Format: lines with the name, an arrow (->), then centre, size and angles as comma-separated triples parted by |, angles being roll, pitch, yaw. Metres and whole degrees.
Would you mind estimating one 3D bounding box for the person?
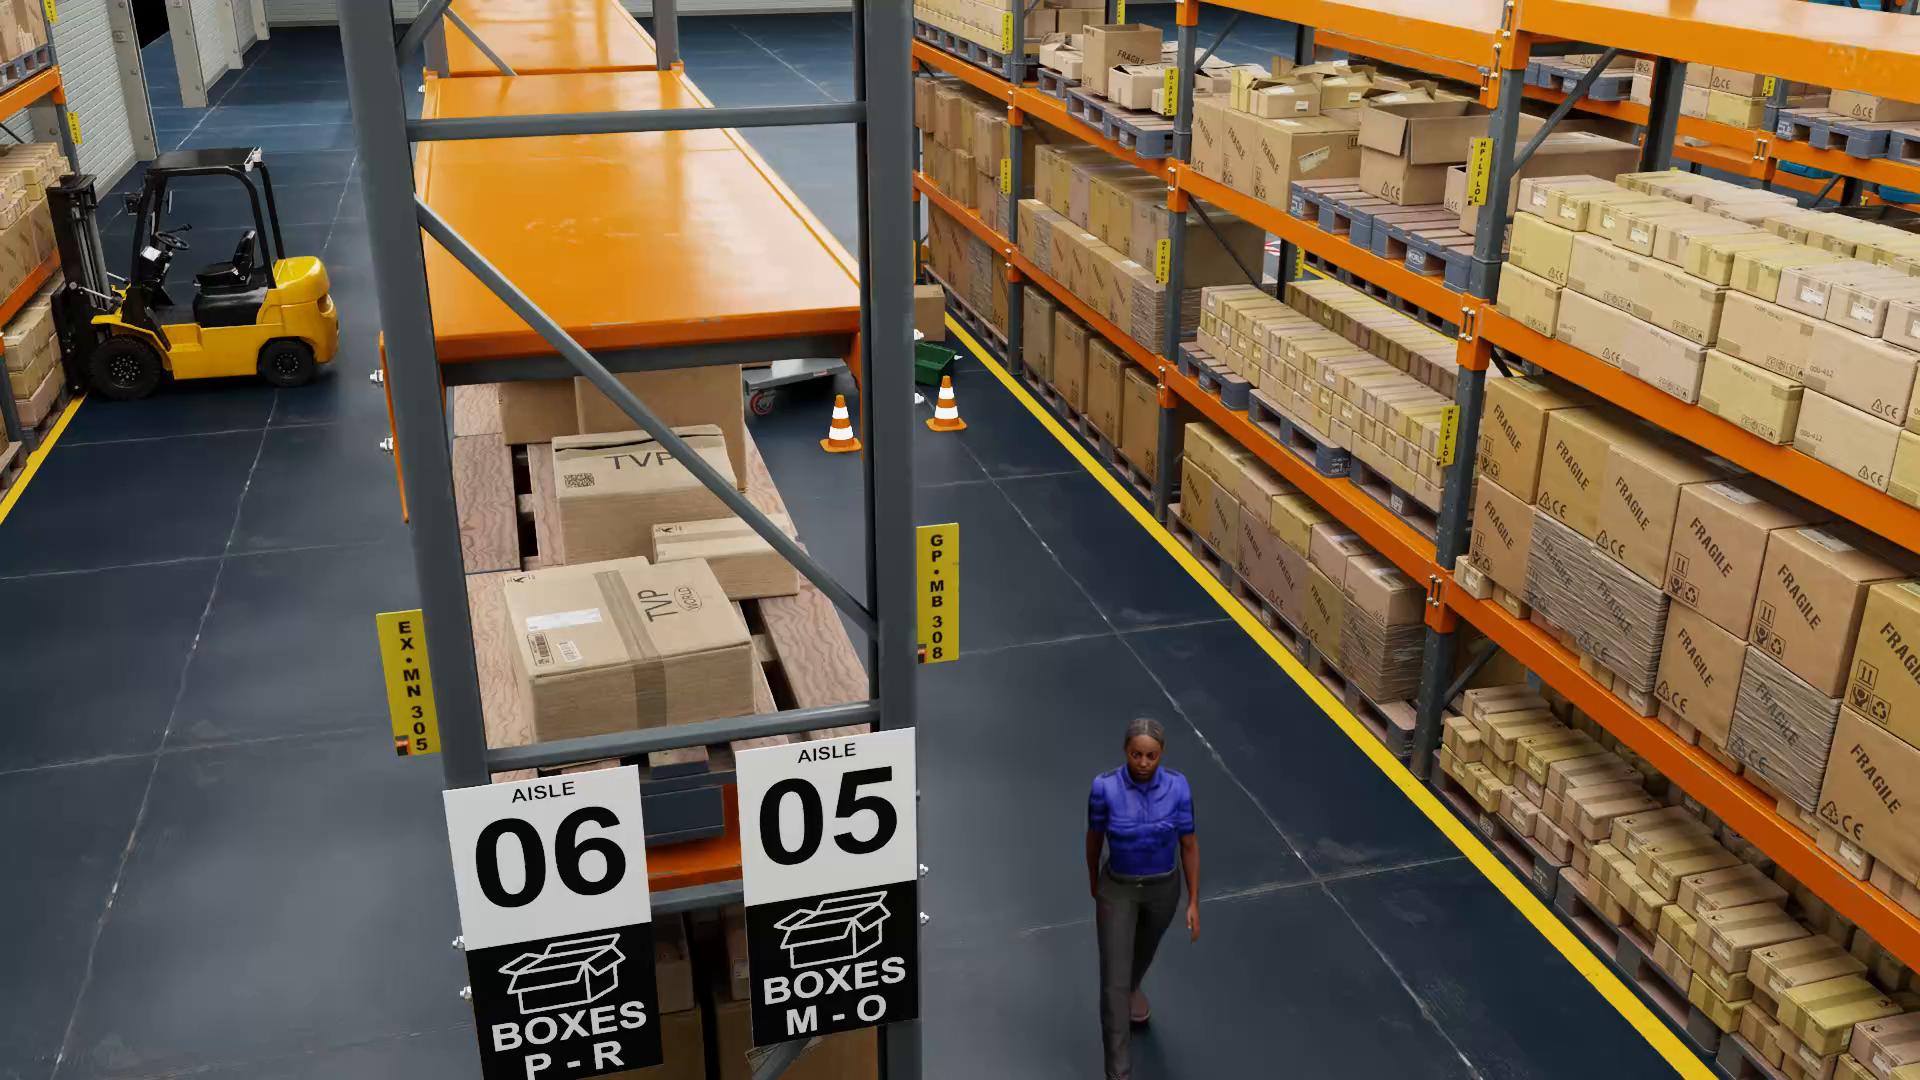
person -> 0.785, 1.528, 7.037 | 0.458, 1.609, 0.937 | -2, 23, -5
